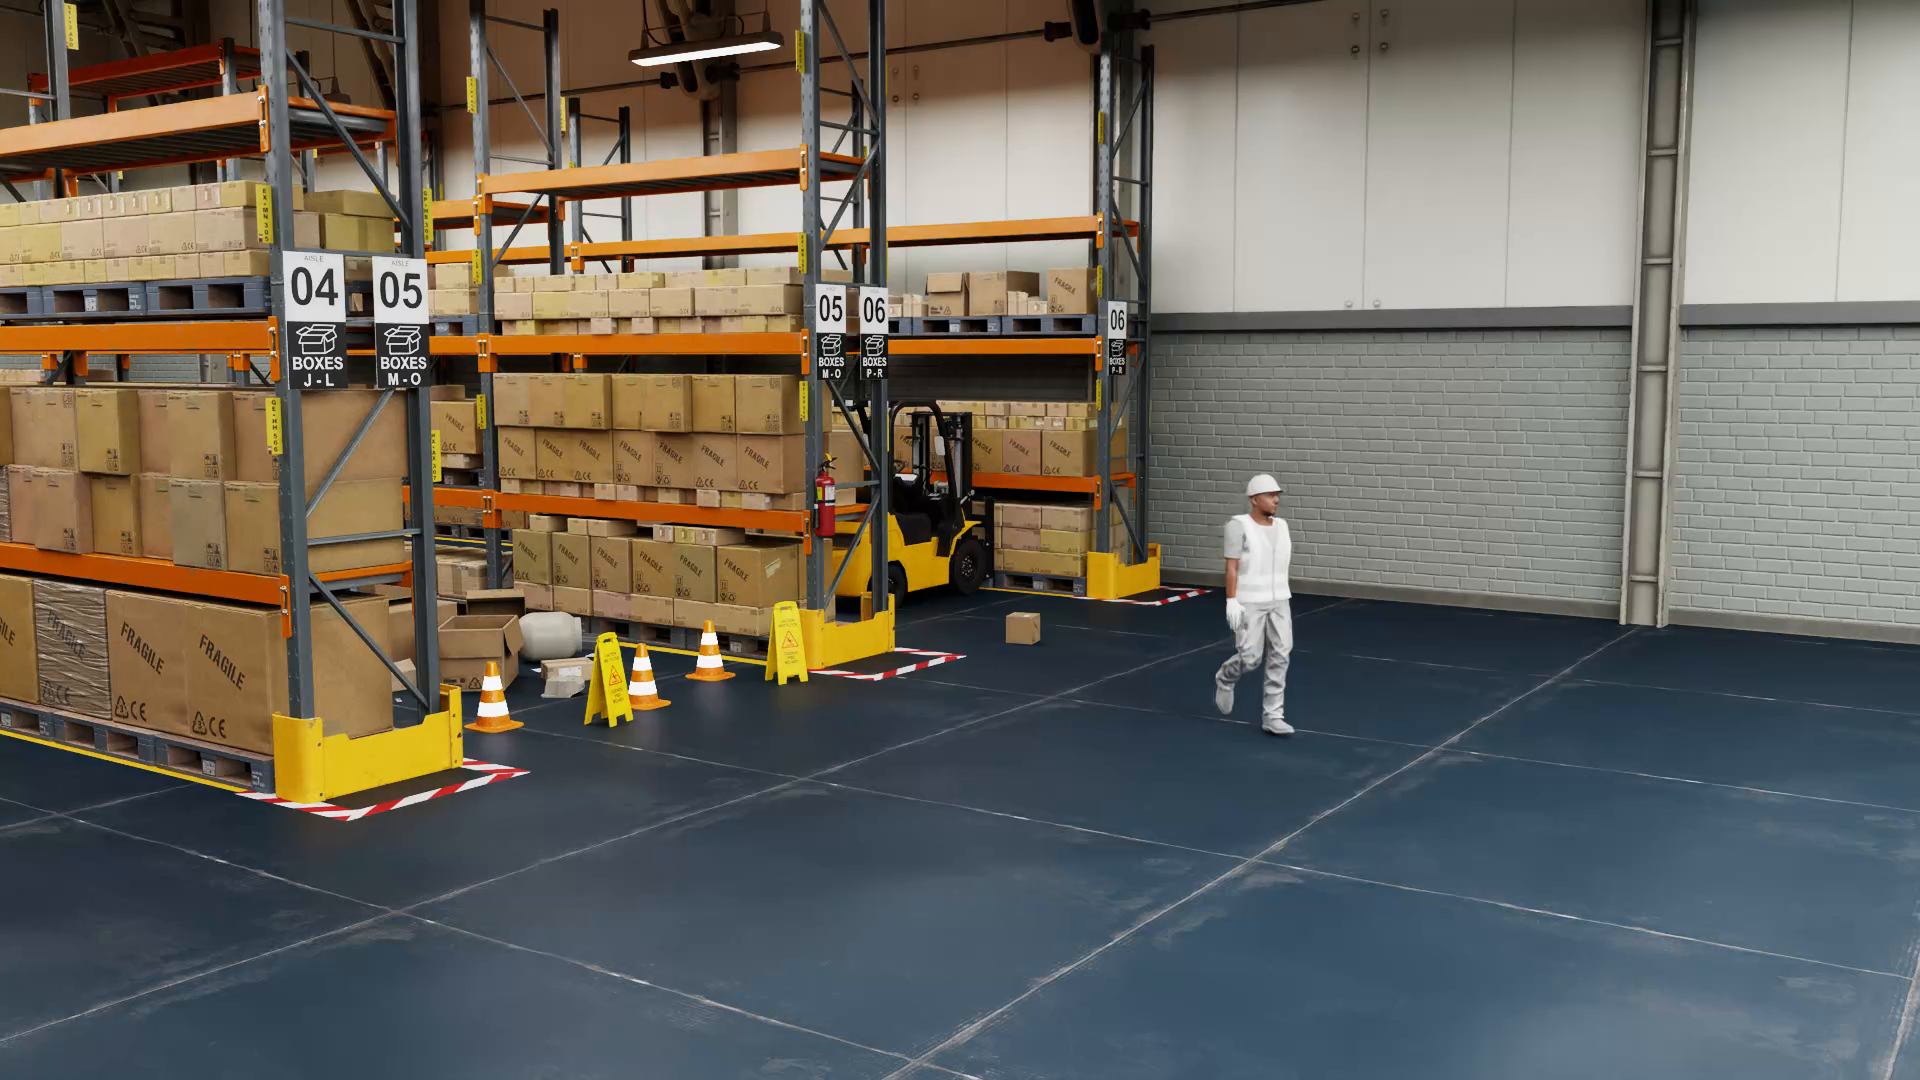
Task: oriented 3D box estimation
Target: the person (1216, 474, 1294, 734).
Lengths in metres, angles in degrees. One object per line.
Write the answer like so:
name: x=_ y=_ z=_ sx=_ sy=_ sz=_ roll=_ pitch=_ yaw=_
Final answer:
person: x=2.062 y=0.431 z=11.515 sx=0.558 sy=1.775 sz=0.672 roll=-3 pitch=7 yaw=-24
